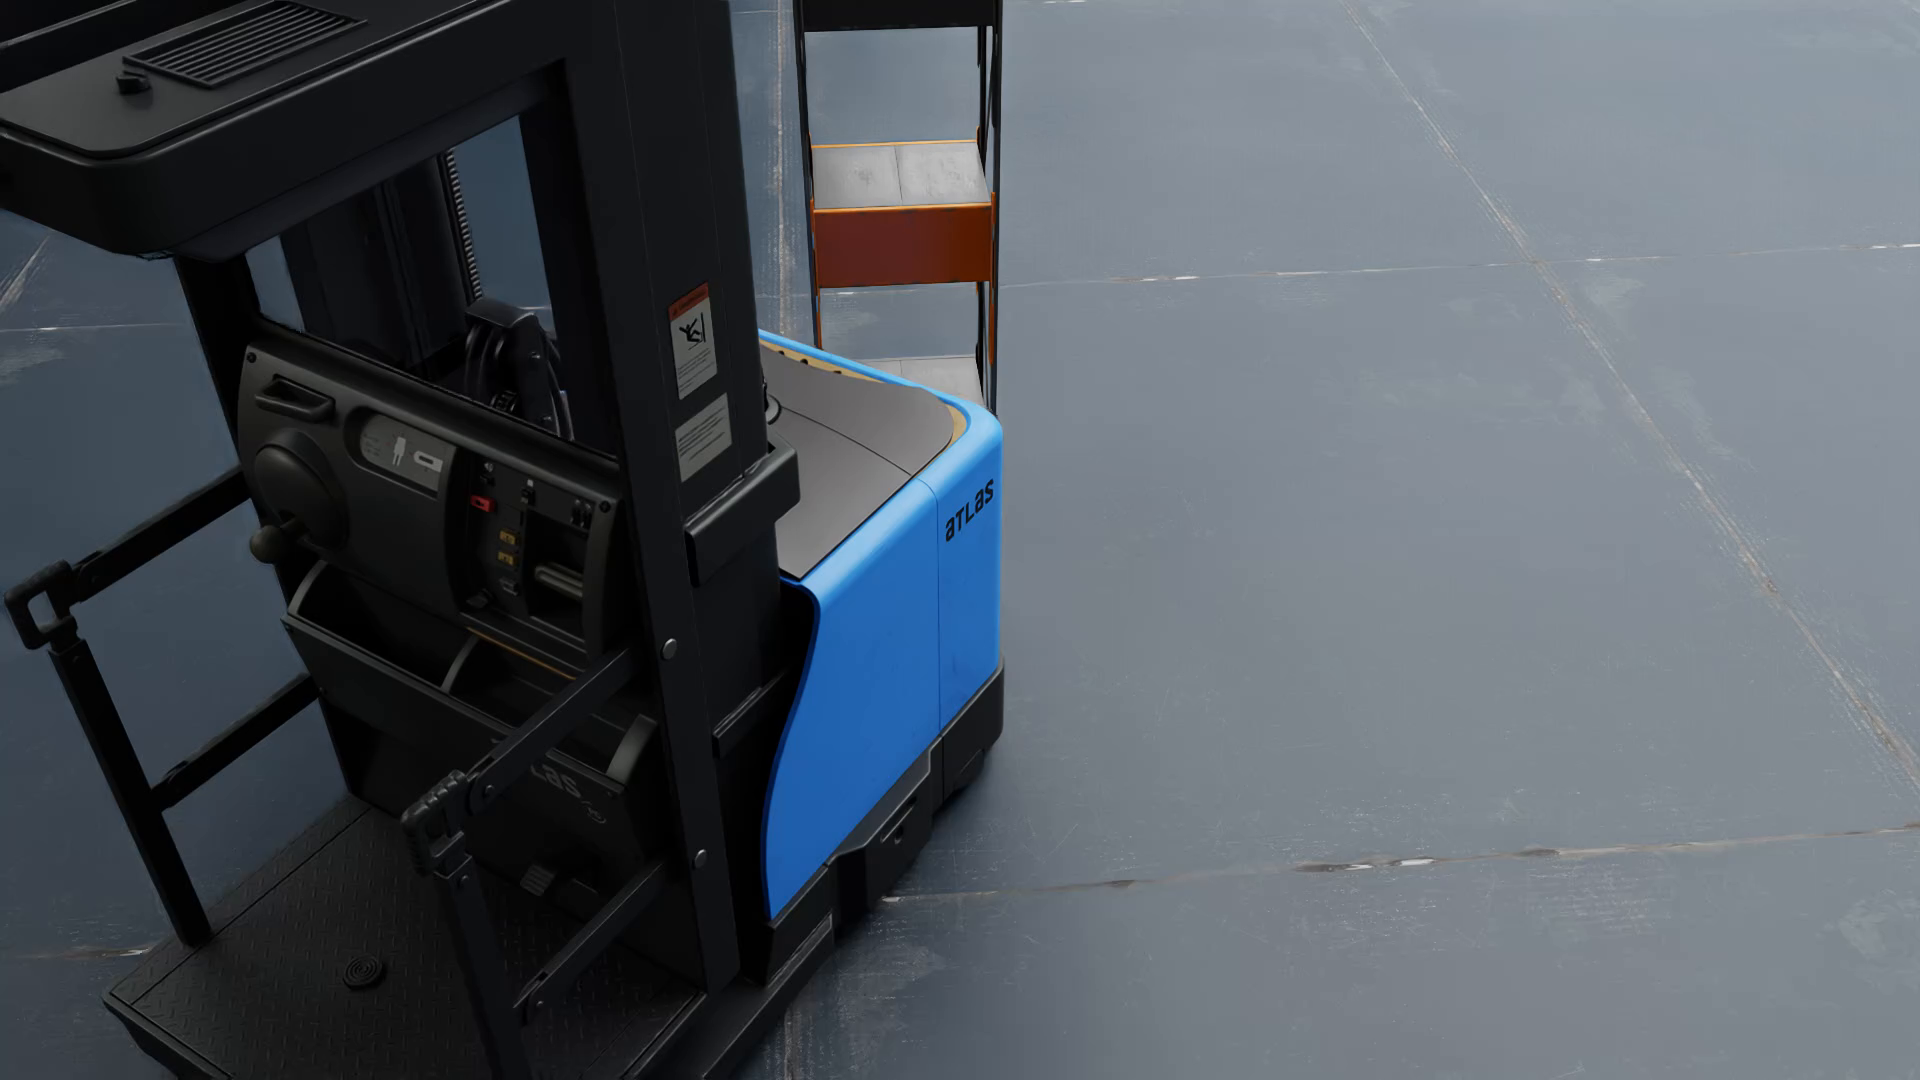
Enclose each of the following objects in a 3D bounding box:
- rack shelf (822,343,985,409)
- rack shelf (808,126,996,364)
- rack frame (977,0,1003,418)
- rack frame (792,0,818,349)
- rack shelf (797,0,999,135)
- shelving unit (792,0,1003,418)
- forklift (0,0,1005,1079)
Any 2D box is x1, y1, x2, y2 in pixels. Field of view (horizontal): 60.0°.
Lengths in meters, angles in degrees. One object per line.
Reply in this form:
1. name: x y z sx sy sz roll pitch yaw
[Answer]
1. rack shelf: -0.165 -0.255 5.030 0.480 0.518 0.431 -3 38 -4
2. rack shelf: -0.165 -0.805 4.597 0.480 0.518 0.431 -3 38 -4
3. rack frame: 0.078 -0.829 4.605 0.015 2.100 0.400 -3 38 -4
4. rack frame: -0.408 -0.802 4.571 0.015 2.100 0.400 -3 38 -4
5. rack shelf: -0.165 -1.354 4.163 0.480 0.518 0.431 -3 38 -4
6. shelving unit: -0.165 -0.815 4.588 0.503 2.100 0.431 -3 38 -4
7. forklift: -1.091 0.007 2.875 1.130 2.935 3.031 21 43 25
